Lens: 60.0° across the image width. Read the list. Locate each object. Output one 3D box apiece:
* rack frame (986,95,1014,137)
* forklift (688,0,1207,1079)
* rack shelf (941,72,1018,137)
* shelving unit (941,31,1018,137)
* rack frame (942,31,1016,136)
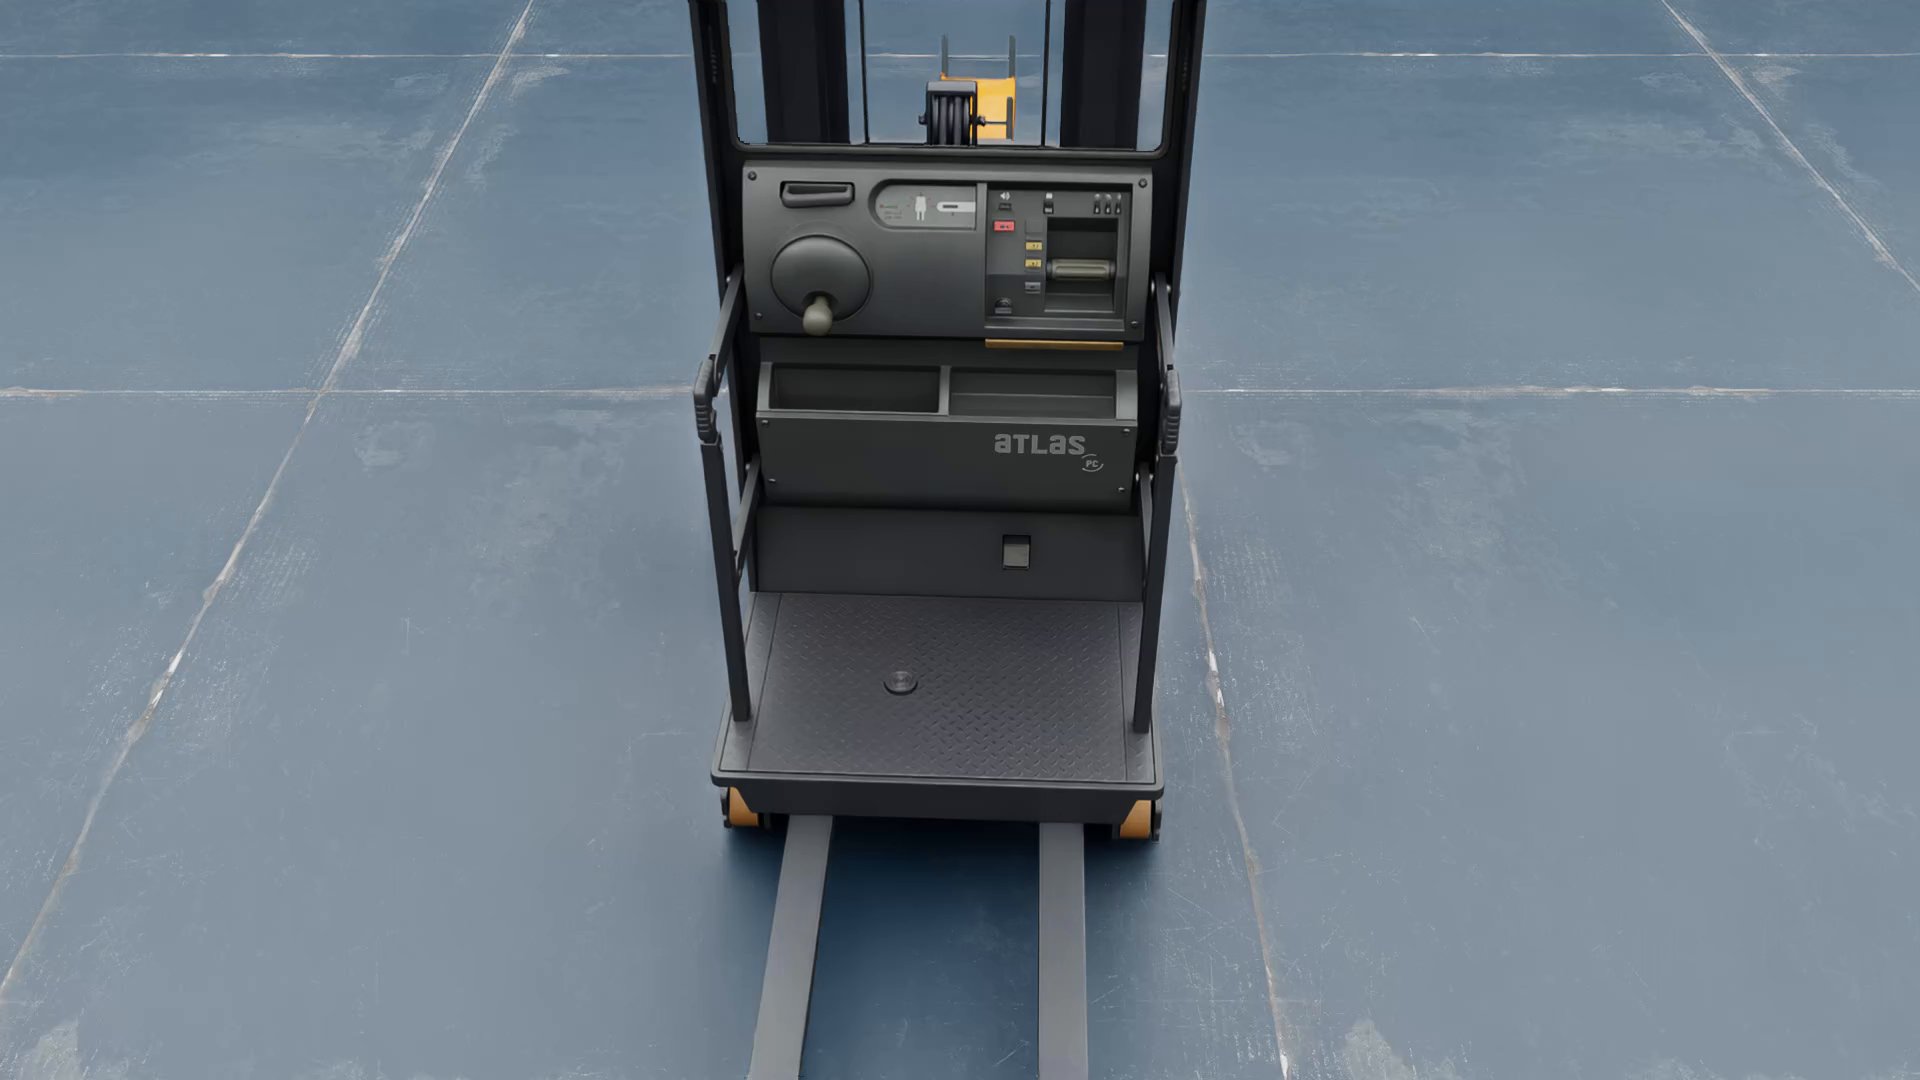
[{"bbox_3d":[0.041,-0.867,5.372,0.240,1.200,0.015,1,39,2],"label":"rack frame"},{"bbox_3d":[-0.038,-0.583,3.634,1.130,2.935,3.031,1,39,2],"label":"forklift"},{"bbox_3d":[0.051,-1.326,5.317,0.258,0.148,0.480,1,39,2],"label":"rack shelf"},{"bbox_3d":[0.051,-1.019,5.563,0.258,1.200,0.503,1,39,2],"label":"shelving unit"},{"bbox_3d":[0.061,-1.172,5.753,0.240,1.200,0.015,1,39,2],"label":"rack frame"}]
